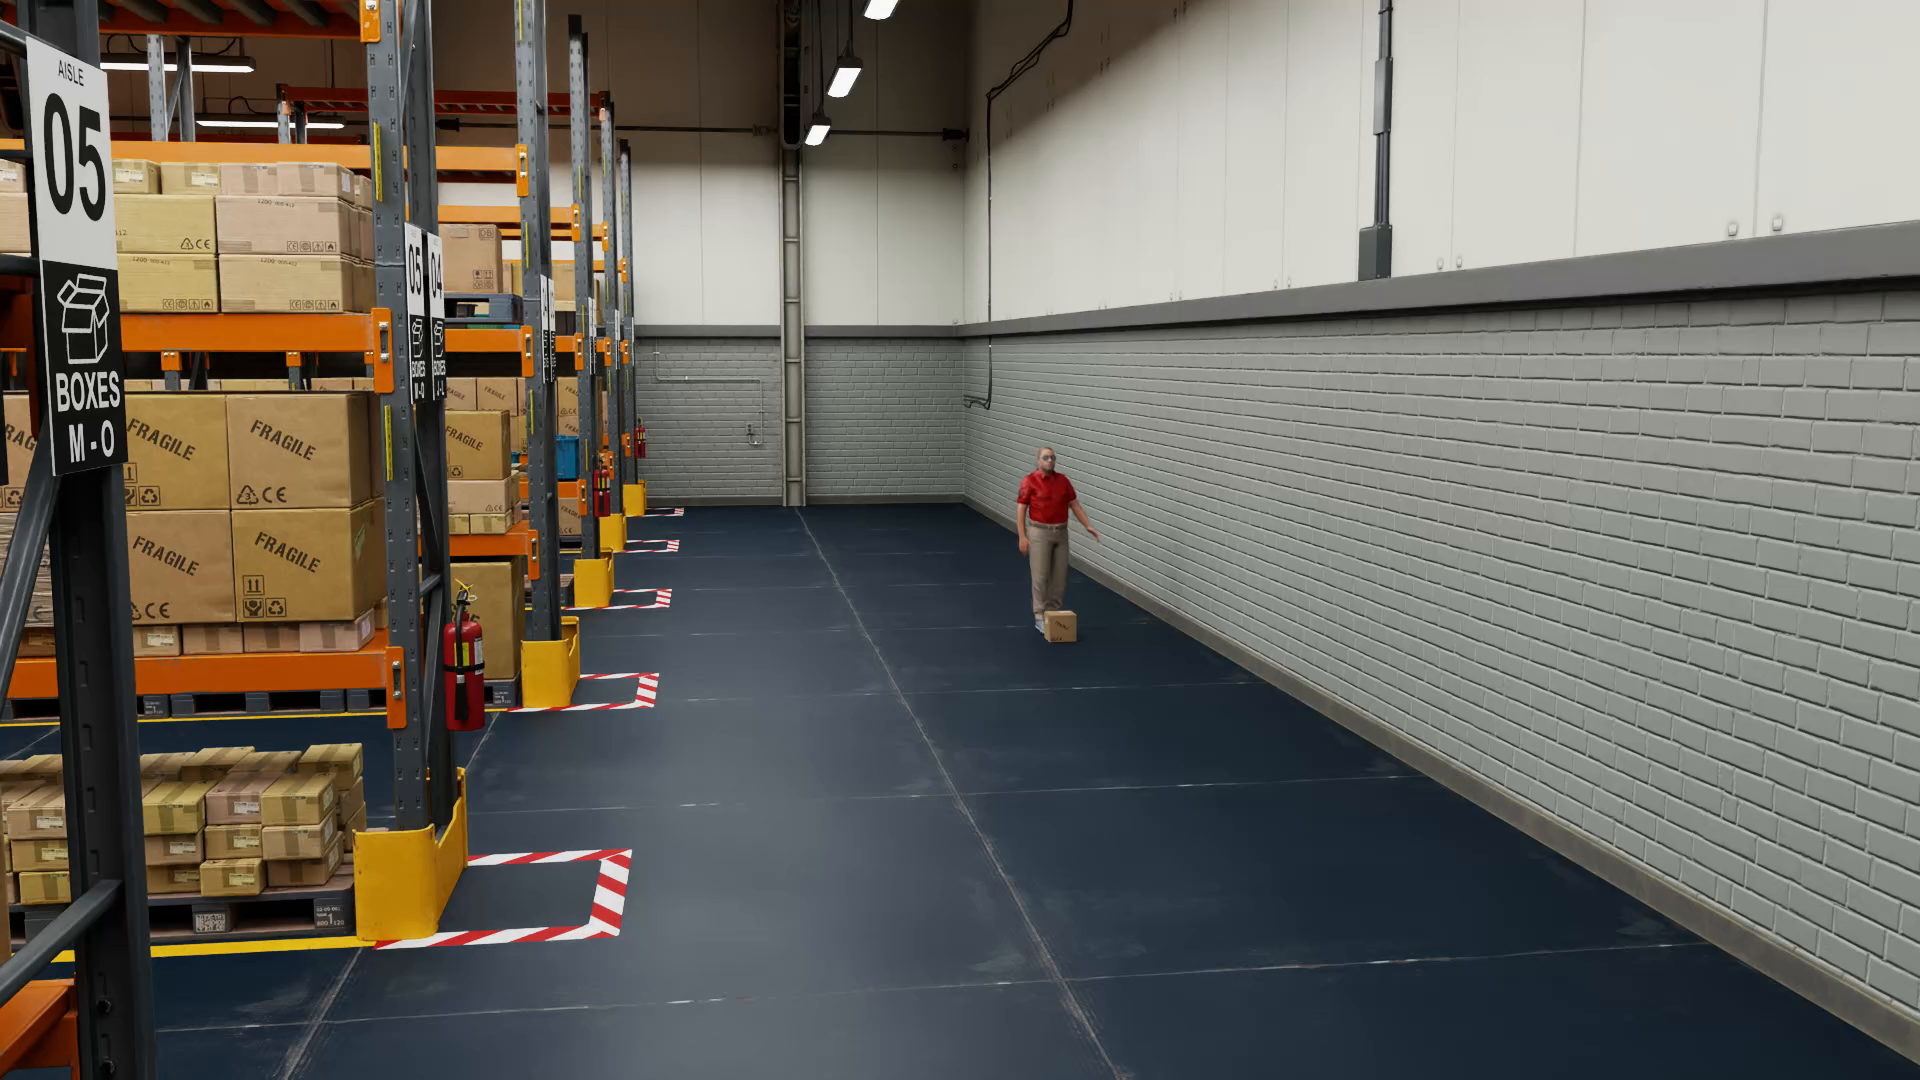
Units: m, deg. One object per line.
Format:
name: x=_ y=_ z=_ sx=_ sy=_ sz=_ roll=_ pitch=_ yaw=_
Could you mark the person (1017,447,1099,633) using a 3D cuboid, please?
person: x=0.920 y=-0.011 z=15.710 sx=0.701 sy=1.738 sz=0.467 roll=-4 pitch=7 yaw=-30
